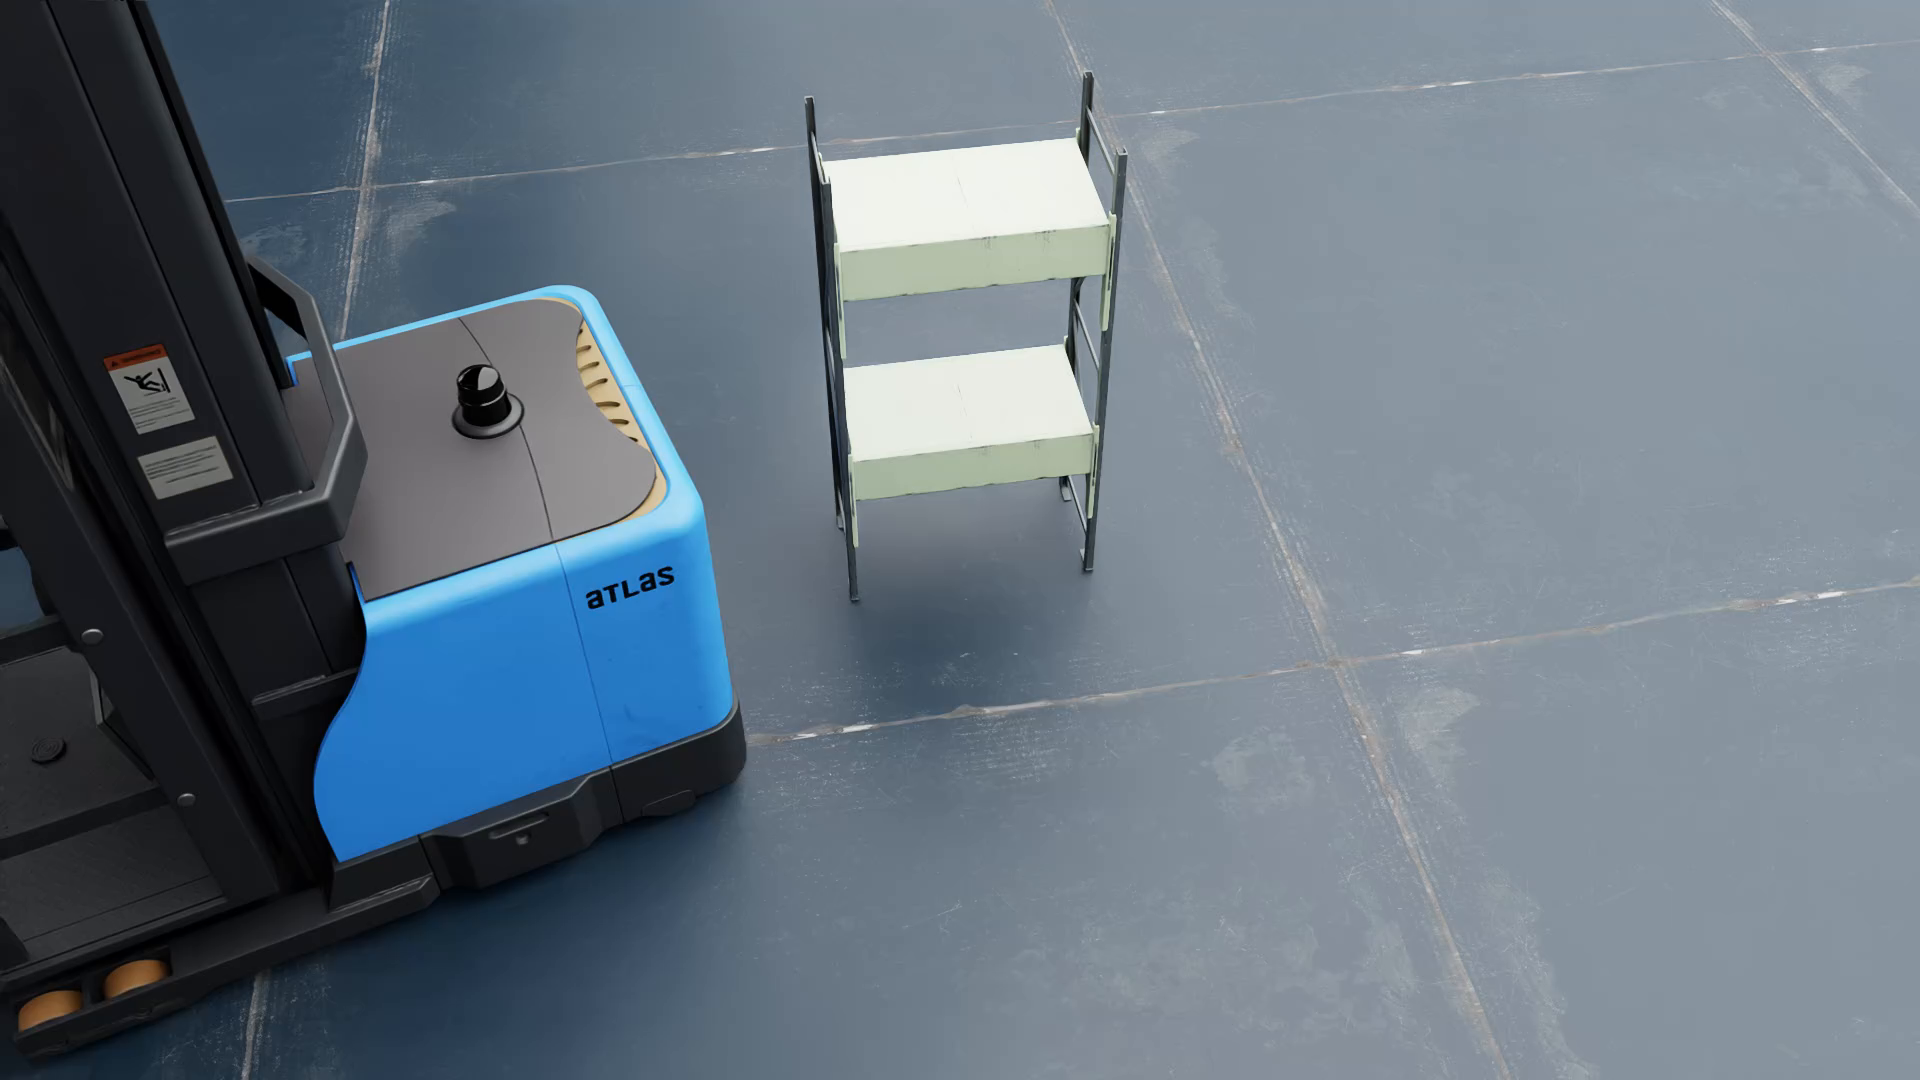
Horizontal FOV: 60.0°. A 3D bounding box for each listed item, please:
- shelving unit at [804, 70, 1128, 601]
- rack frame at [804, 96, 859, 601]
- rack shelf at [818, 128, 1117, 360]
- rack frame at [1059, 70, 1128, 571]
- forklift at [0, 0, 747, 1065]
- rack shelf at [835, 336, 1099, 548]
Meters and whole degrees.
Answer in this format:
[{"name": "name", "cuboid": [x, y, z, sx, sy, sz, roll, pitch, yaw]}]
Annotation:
[{"name": "shelving unit", "cuboid": [0.007, -0.521, 4.711, 0.755, 1.500, 0.431, -7, 46, -7]}, {"name": "rack frame", "cuboid": [-0.354, -0.476, 4.667, 0.023, 1.500, 0.400, -7, 46, -7]}, {"name": "rack shelf", "cuboid": [0.007, -0.792, 4.430, 0.720, 0.370, 0.431, -7, 46, -7]}, {"name": "rack frame", "cuboid": [0.367, -0.566, 4.754, 0.023, 1.500, 0.400, -7, 46, -7]}, {"name": "forklift", "cuboid": [-2.144, -0.205, 3.412, 3.031, 2.935, 1.130, -19, 49, -17]}, {"name": "rack shelf", "cuboid": [0.007, -0.295, 4.945, 0.720, 0.370, 0.431, -7, 46, -7]}]
